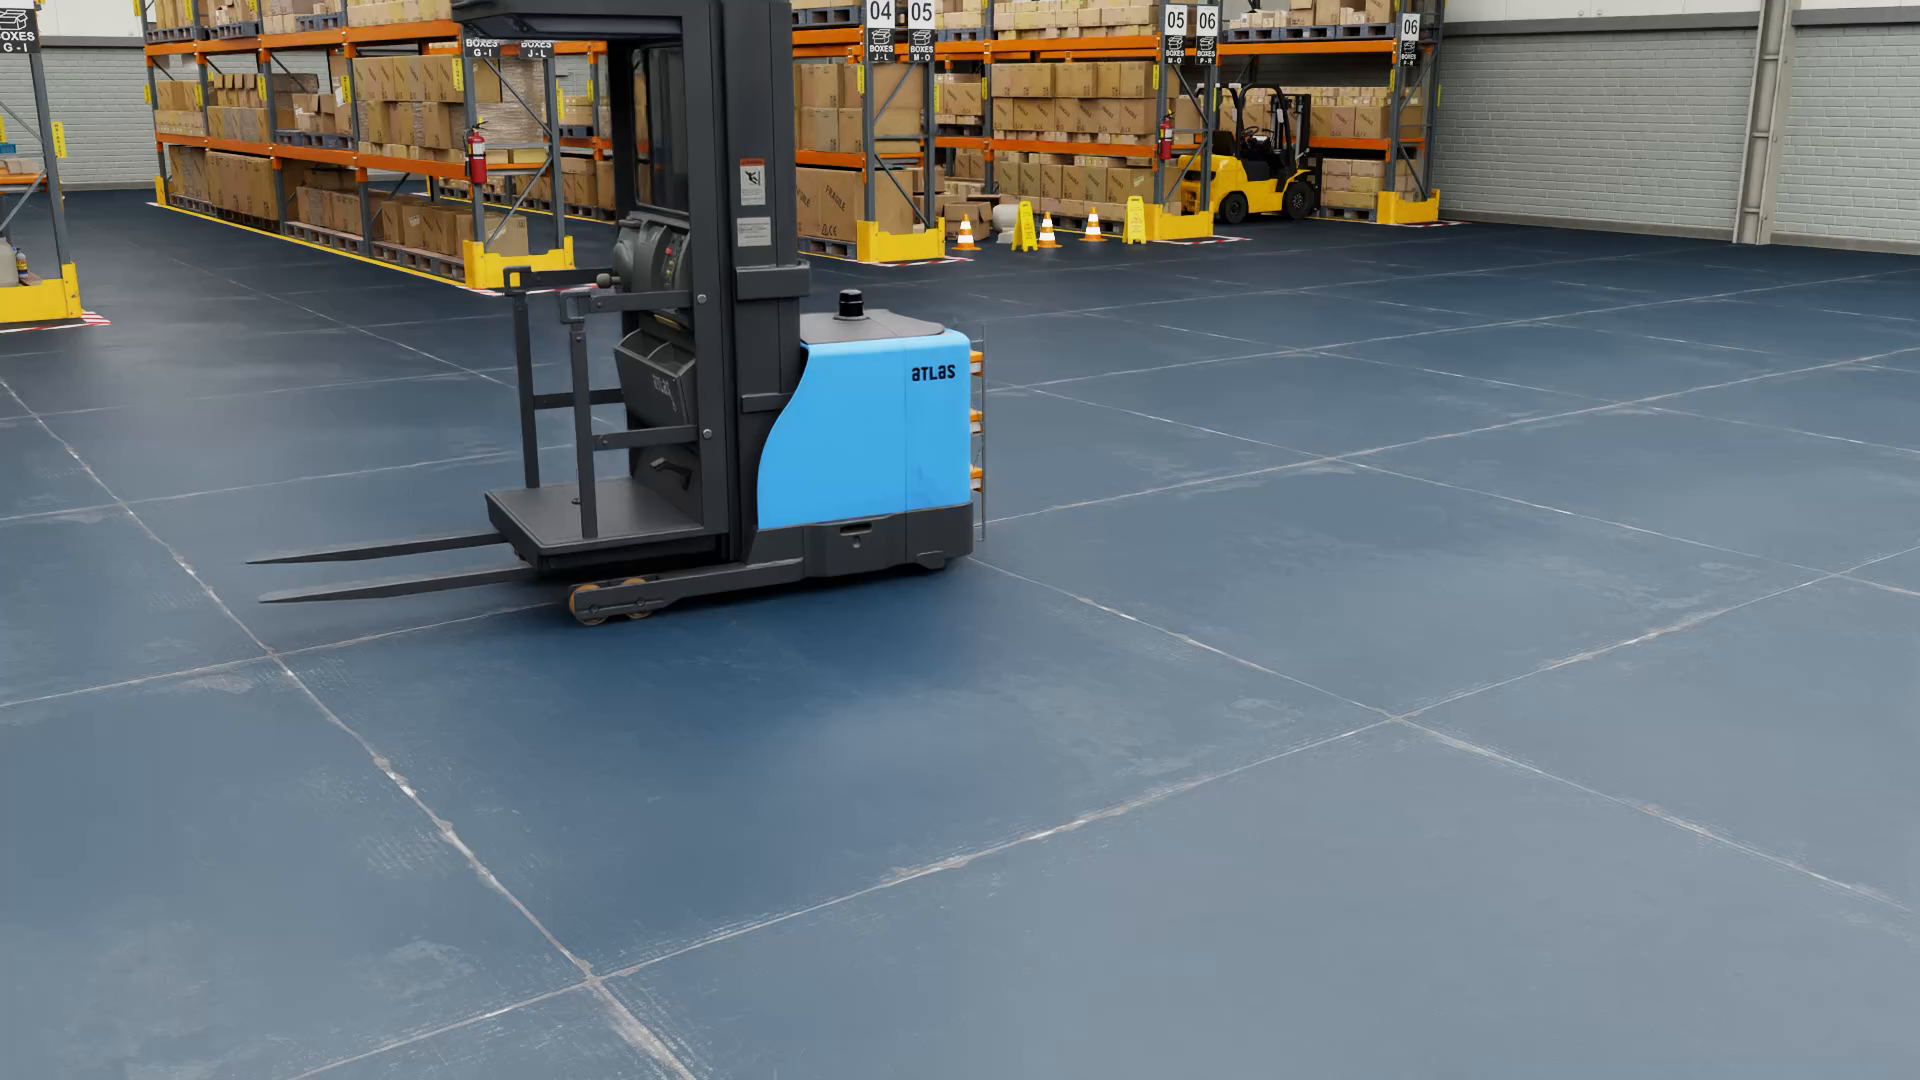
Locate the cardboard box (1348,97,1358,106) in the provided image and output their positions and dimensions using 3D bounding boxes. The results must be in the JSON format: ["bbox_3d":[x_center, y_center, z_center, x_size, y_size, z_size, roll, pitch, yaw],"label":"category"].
[{"bbox_3d":[6.492,-7.089,26.878,0.380,0.149,0.250,-10,18,-34],"label":"cardboard box"}]

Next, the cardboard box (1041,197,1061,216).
[{"bbox_3d":[1.601,-5.149,25.620,0.500,0.250,0.500,-11,19,-35],"label":"cardboard box"}]

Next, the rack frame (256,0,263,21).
[{"bbox_3d":[-9.532,-8.875,23.457,1.000,3.000,0.127,-11,19,-35],"label":"rack frame"}]

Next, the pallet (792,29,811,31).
[{"bbox_3d":[-2.636,-7.103,22.834,1.003,0.211,1.213,-11,19,-35],"label":"pallet"}]

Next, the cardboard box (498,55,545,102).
[{"bbox_3d":[-4.932,-5.107,18.406,0.500,0.500,0.500,-11,19,-35],"label":"cardboard box"}]

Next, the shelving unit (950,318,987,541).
[{"bbox_3d":[-0.029,-0.518,7.980,0.215,1.050,0.252,-11,18,-33],"label":"shelving unit"}]

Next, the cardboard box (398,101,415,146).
[{"bbox_3d":[-6.064,-4.897,19.533,0.875,0.500,0.500,-11,19,-35],"label":"cardboard box"}]

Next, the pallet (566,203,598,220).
[{"bbox_3d":[-5.919,-5.552,27.961,1.003,0.211,1.213,-11,19,-35],"label":"pallet"}]

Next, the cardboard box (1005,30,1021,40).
[{"bbox_3d":[0.927,-7.822,25.766,0.380,0.149,0.250,-11,19,-34],"label":"cardboard box"}]

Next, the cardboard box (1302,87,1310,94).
[{"bbox_3d":[5.913,-7.458,27.661,0.380,0.149,0.250,-11,19,-34],"label":"cardboard box"}]

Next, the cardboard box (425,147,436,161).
[{"bbox_3d":[-5.911,-4.445,19.112,0.380,0.149,0.250,-11,19,-35],"label":"cardboard box"}]

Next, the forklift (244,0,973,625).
[{"bbox_3d":[-1.490,-1.223,6.994,3.031,2.935,1.130,-8,17,-26],"label":"forklift"}]

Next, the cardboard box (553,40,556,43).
[{"bbox_3d":[-6.597,-8.520,27.650,0.500,0.500,0.500,-11,19,-35],"label":"cardboard box"}]

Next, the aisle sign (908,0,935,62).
[{"bbox_3d":[-0.473,-6.307,20.513,0.394,0.787,0.004,-11,19,-35],"label":"aisle sign"}]

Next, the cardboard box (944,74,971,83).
[{"bbox_3d":[-0.034,-7.581,27.317,0.380,0.149,0.250,-12,19,-36],"label":"cardboard box"}]

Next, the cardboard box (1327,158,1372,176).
[{"bbox_3d":[6.372,-6.099,27.198,0.500,0.250,0.500,-10,18,-34],"label":"cardboard box"}]

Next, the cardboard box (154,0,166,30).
[{"bbox_3d":[-13.654,-9.194,29.130,0.700,0.500,0.500,-12,19,-37],"label":"cardboard box"}]

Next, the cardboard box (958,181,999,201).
[{"bbox_3d":[0.525,-5.712,27.447,0.950,0.372,0.625,-11,19,-34],"label":"cardboard box"}]

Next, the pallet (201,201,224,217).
[{"bbox_3d":[-12.268,-5.665,28.375,1.003,0.211,1.213,-11,19,-35],"label":"pallet"}]

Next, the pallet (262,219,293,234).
[{"bbox_3d":[-9.935,-4.817,25.275,1.003,0.211,1.213,-11,19,-35],"label":"pallet"}]

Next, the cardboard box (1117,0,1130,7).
[{"bbox_3d":[2.464,-7.661,23.667,0.380,0.149,0.250,-11,19,-35],"label":"cardboard box"}]

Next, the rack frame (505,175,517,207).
[{"bbox_3d":[-7.813,-7.584,30.104,1.000,3.000,0.127,-11,19,-35],"label":"rack frame"}]

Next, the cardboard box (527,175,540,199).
[{"bbox_3d":[-7.280,-6.269,29.239,0.500,0.500,0.500,-10,18,-32],"label":"cardboard box"}]

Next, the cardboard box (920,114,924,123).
[{"bbox_3d":[-0.565,-7.150,28.199,0.380,0.149,0.250,-10,18,-33],"label":"cardboard box"}]

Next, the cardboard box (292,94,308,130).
[{"bbox_3d":[-9.183,-6.123,23.782,0.500,0.500,0.500,-14,21,-41],"label":"cardboard box"}]

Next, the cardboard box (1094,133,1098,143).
[{"bbox_3d":[2.210,-5.959,24.641,0.380,0.149,0.250,-11,19,-34],"label":"cardboard box"}]

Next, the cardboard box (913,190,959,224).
[{"bbox_3d":[-0.450,-4.853,24.599,0.797,0.637,0.503,-11,19,-35],"label":"cardboard box"}]

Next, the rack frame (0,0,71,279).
[{"bbox_3d":[-8.835,-3.505,15.198,1.000,3.000,0.127,-11,19,-35],"label":"rack frame"}]

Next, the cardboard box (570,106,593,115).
[{"bbox_3d":[-6.120,-6.990,27.048,0.380,0.149,0.250,-10,18,-33],"label":"cardboard box"}]

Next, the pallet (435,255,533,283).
[{"bbox_3d":[-5.322,-3.124,19.089,1.003,0.211,1.213,-11,19,-35],"label":"pallet"}]

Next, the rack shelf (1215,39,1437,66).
[{"bbox_3d":[6.024,-8.110,27.705,1.077,0.370,4.000,-11,19,-35],"label":"rack shelf"}]

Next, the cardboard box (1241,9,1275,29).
[{"bbox_3d":[5.140,-8.876,28.326,0.500,0.311,0.500,-10,18,-33],"label":"cardboard box"}]

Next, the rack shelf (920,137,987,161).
[{"bbox_3d":[-0.340,-6.746,28.403,1.077,0.370,4.000,-11,19,-35],"label":"rack shelf"}]

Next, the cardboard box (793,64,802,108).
[{"bbox_3d":[-1.978,-6.037,22.121,0.875,0.550,0.500,-11,19,-35],"label":"cardboard box"}]

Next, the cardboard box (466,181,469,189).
[{"bbox_3d":[-9.195,-6.776,31.756,0.380,0.149,0.250,-11,19,-35],"label":"cardboard box"}]

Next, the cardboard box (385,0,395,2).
[{"bbox_3d":[-6.442,-6.304,19.275,0.380,0.149,0.250,-11,19,-36],"label":"cardboard box"}]

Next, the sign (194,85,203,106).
[{"bbox_3d":[-12.332,-7.205,26.929,0.100,0.325,0.005,-11,19,-35],"label":"sign"}]

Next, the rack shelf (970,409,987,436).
[{"bbox_3d":[-0.029,-0.508,7.983,0.215,0.259,0.240,-11,18,-33],"label":"rack shelf"}]

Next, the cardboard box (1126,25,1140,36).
[{"bbox_3d":[2.579,-7.218,23.560,0.380,0.149,0.250,-11,19,-34],"label":"cardboard box"}]

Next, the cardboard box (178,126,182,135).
[{"bbox_3d":[-13.233,-7.058,28.656,0.380,0.149,0.250,-10,18,-34],"label":"cardboard box"}]

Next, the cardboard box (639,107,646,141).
[{"bbox_3d":[-4.818,-6.424,25.677,0.500,0.500,0.500,-11,19,-35],"label":"cardboard box"}]

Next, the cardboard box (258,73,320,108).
[{"bbox_3d":[-9.949,-6.672,24.683,0.797,0.503,0.637,-10,18,-33],"label":"cardboard box"}]

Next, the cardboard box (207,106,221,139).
[{"bbox_3d":[-11.816,-6.747,26.856,0.500,0.500,0.500,-11,19,-34],"label":"cardboard box"}]

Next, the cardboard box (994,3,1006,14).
[{"bbox_3d":[0.757,-8.258,25.849,0.380,0.149,0.250,-11,19,-36],"label":"cardboard box"}]

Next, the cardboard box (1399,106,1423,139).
[{"bbox_3d":[7.134,-6.780,26.976,0.500,0.500,0.500,-10,18,-33],"label":"cardboard box"}]

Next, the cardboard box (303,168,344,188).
[{"bbox_3d":[-9.114,-5.211,23.916,0.500,0.250,0.500,-10,18,-32],"label":"cardboard box"}]

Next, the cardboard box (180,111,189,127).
[{"bbox_3d":[-12.963,-7.180,28.346,0.500,0.250,0.500,-10,18,-33],"label":"cardboard box"}]

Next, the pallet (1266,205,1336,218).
[{"bbox_3d":[6.004,-5.655,28.337,1.003,0.211,1.213,-11,19,-35],"label":"pallet"}]

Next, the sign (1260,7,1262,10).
[{"bbox_3d":[5.296,-9.258,29.407,0.100,0.325,0.005,-11,19,-35],"label":"sign"}]

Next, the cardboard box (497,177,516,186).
[{"bbox_3d":[-8.255,-6.573,30.451,0.380,0.149,0.250,-10,18,-33],"label":"cardboard box"}]

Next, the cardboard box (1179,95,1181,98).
[{"bbox_3d":[3.938,-7.985,30.150,0.380,0.149,0.250,-12,19,-36],"label":"cardboard box"}]

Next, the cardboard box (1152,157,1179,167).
[{"bbox_3d":[4.082,-6.771,30.835,0.875,0.625,0.625,-11,19,-35],"label":"cardboard box"}]

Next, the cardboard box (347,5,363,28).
[{"bbox_3d":[-7.123,-6.366,20.256,0.500,0.250,0.500,-12,19,-37],"label":"cardboard box"}]

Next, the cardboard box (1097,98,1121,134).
[{"bbox_3d":[2.355,-6.184,24.235,0.500,0.500,0.500,-11,19,-34],"label":"cardboard box"}]

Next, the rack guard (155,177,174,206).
[{"bbox_3d":[-14.250,-6.489,30.839,1.175,0.500,0.348,-11,19,-35],"label":"rack guard"}]

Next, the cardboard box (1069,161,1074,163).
[{"bbox_3d":[1.701,-5.711,26.251,0.500,0.500,0.500,-10,18,-34],"label":"cardboard box"}]
